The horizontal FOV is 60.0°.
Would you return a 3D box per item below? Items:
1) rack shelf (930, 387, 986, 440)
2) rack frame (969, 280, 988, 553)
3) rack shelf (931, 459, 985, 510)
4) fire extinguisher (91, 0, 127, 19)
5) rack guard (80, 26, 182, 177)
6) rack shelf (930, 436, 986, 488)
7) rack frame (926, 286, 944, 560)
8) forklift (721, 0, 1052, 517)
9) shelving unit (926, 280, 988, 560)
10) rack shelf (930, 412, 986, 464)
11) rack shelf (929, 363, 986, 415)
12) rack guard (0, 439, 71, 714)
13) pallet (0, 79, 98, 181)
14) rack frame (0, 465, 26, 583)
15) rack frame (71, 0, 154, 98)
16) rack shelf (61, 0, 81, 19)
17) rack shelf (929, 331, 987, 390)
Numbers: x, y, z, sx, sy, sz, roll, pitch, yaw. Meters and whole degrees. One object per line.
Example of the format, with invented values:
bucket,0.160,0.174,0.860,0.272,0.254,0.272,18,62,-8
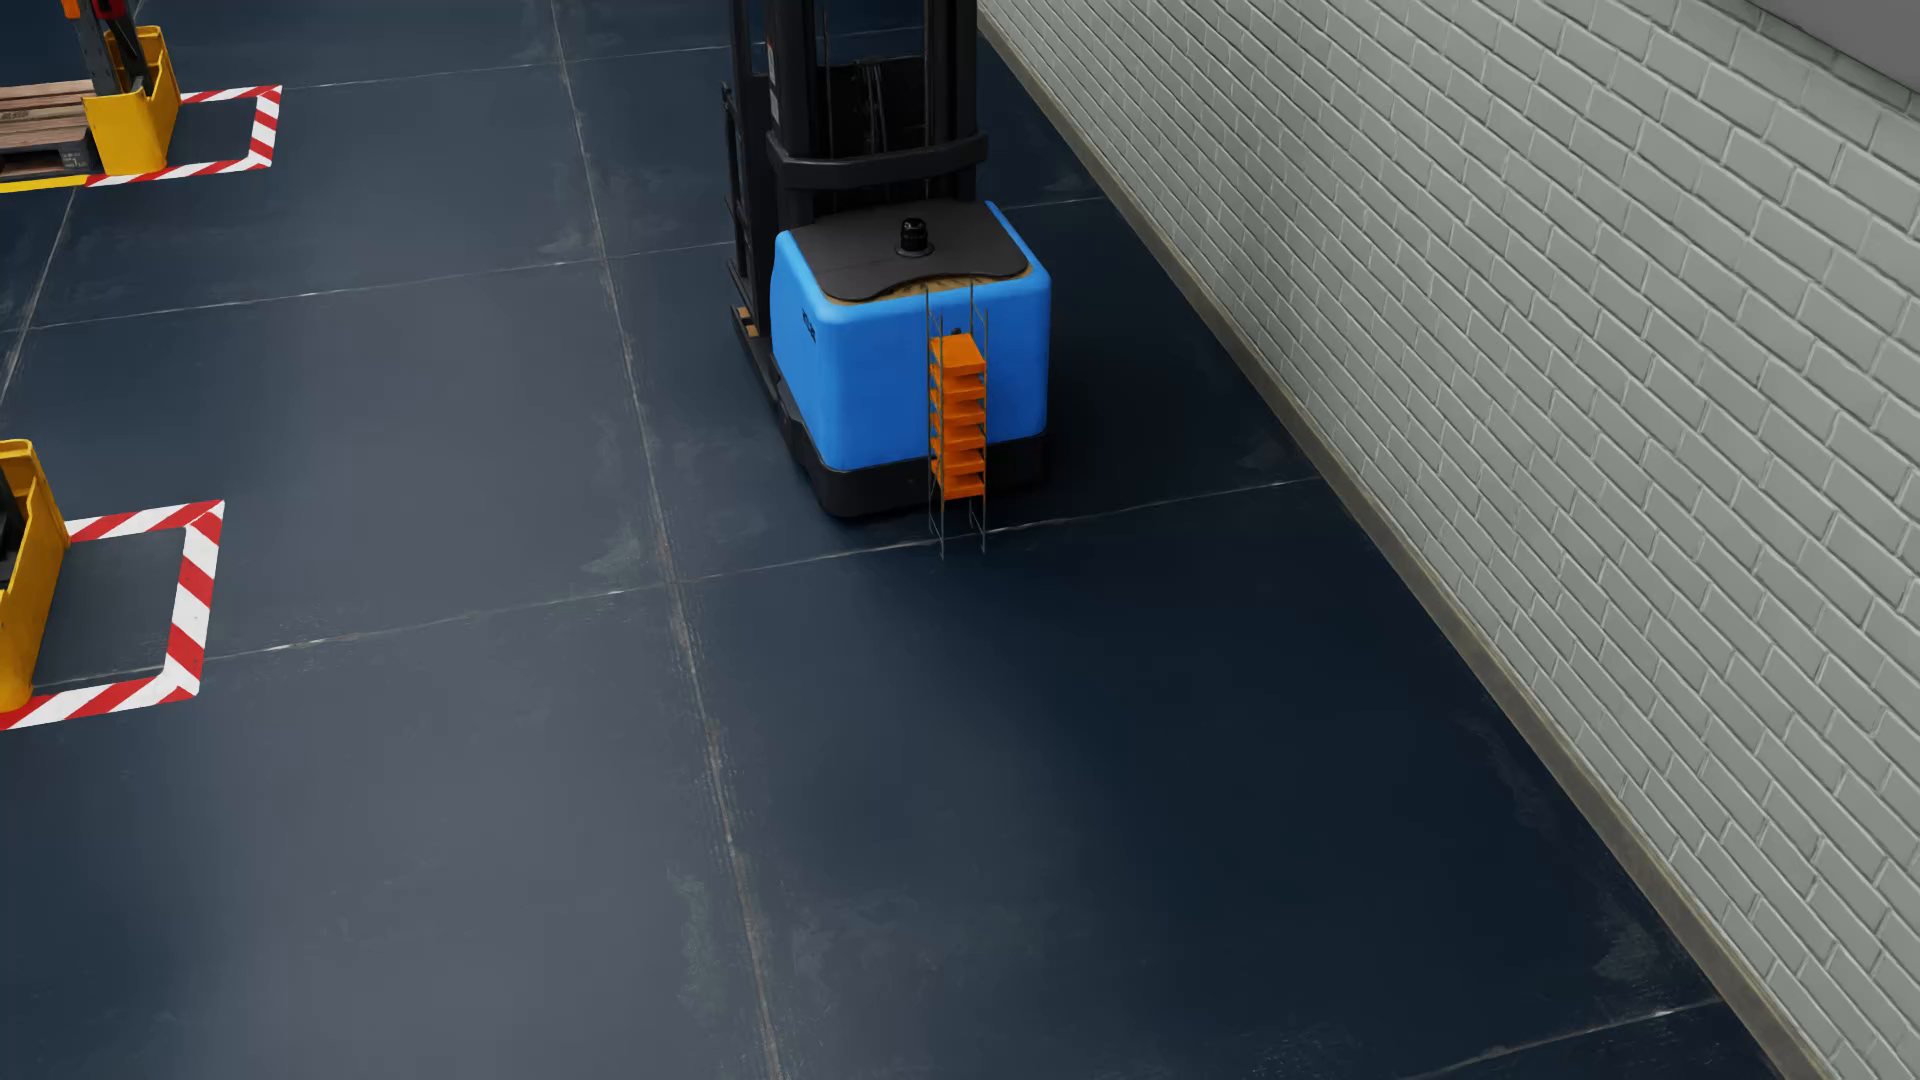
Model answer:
rack shelf,-0.014,-0.534,6.837,0.180,0.103,0.258,-9,38,-12
rack frame,0.074,-0.489,6.901,0.006,1.200,0.240,-9,38,-12
rack shelf,-0.014,-0.248,7.055,0.180,0.103,0.258,-9,38,-12
fire extinguisher,-4.957,-3.338,9.515,0.183,0.674,0.296,-9,38,-12
rack guard,-5.201,-2.778,10.470,0.348,0.500,1.175,-9,38,-12
rack shelf,-0.014,-0.344,6.982,0.180,0.103,0.258,-9,38,-12
rack frame,-0.102,-0.460,6.864,0.006,1.200,0.240,-9,38,-12
forklift,-0.544,-2.163,7.665,1.130,2.935,3.031,-11,39,-14
shelving unit,-0.014,-0.474,6.882,0.189,1.200,0.258,-9,38,-12
rack shelf,-0.014,-0.439,6.909,0.180,0.103,0.258,-9,38,-12
rack shelf,-0.014,-0.630,6.764,0.180,0.103,0.258,-9,38,-12
rack guard,-3.907,0.135,6.662,0.348,0.500,1.175,-9,38,-12
pallet,-6.028,-2.544,10.402,1.213,0.211,1.003,-9,38,-12
rack frame,-3.930,-0.854,5.898,0.127,3.000,1.000,-9,38,-12
rack frame,-5.221,-3.759,9.695,0.127,3.000,1.000,-9,38,-12
rack shelf,-7.152,-3.157,9.500,4.000,0.370,1.077,-9,38,-12
rack shelf,-0.014,-0.725,6.691,0.180,0.103,0.258,-9,38,-12
